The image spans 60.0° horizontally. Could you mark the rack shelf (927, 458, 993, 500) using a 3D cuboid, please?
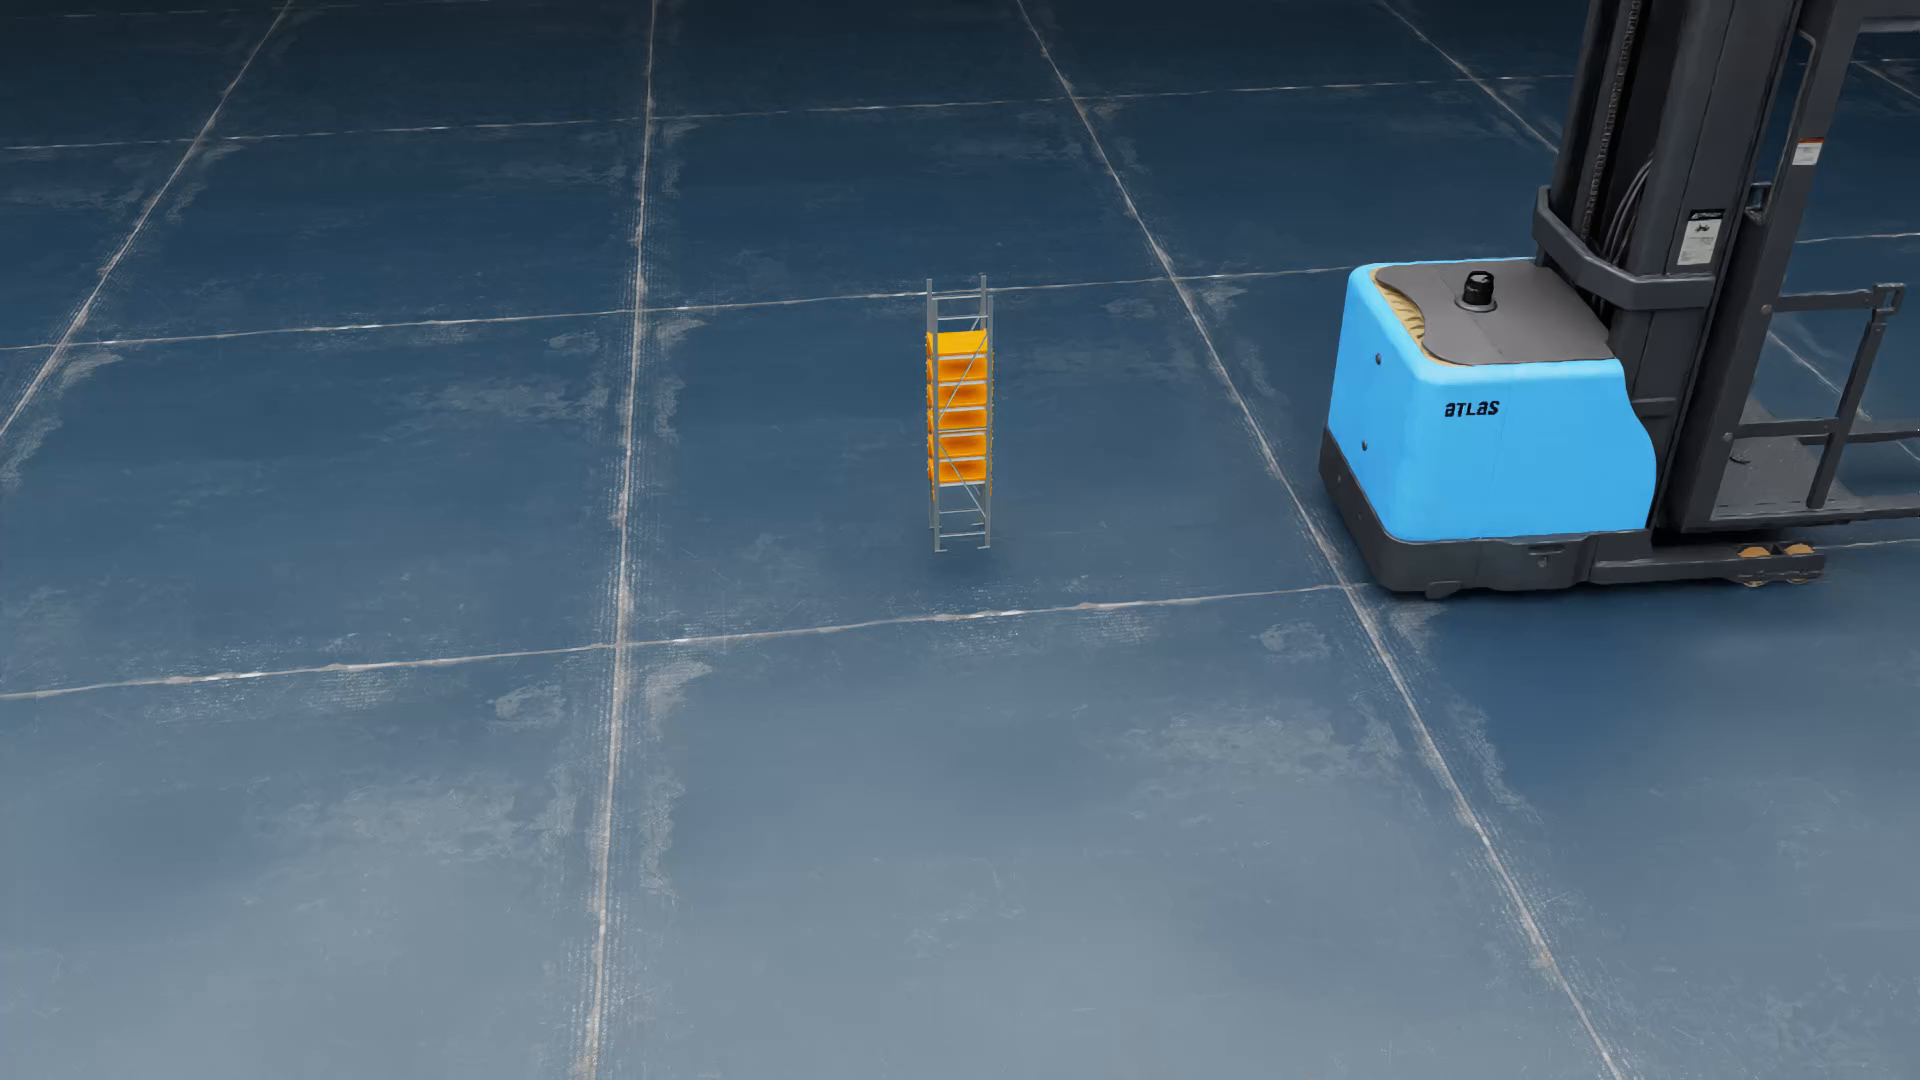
[{"bbox_3d":[-0.002,-0.269,7.084,0.258,0.103,0.180,-4,35,-6],"label":"rack shelf"}]

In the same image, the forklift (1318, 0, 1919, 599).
[{"bbox_3d":[3.184,-1.311,6.570,3.031,2.935,1.130,-3,34,-5],"label":"forklift"}]

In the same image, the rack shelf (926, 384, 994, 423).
[{"bbox_3d":[-0.002,-0.566,6.881,0.258,0.103,0.180,-4,35,-6],"label":"rack shelf"}]

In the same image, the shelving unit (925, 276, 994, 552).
[{"bbox_3d":[-0.002,-0.504,6.924,0.258,1.200,0.189,-4,35,-6],"label":"shelving unit"}]

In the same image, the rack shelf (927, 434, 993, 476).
[{"bbox_3d":[-0.002,-0.368,7.017,0.258,0.103,0.180,-4,35,-6],"label":"rack shelf"}]

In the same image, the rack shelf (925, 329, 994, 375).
[{"bbox_3d":[-0.002,-0.765,6.746,0.258,0.103,0.180,-4,35,-6],"label":"rack shelf"}]

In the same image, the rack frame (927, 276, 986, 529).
[{"bbox_3d":[-0.014,-0.555,6.999,0.240,1.200,0.006,-4,35,-6],"label":"rack frame"}]

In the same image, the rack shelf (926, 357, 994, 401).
[{"bbox_3d":[-0.002,-0.665,6.814,0.258,0.103,0.180,-4,35,-6],"label":"rack shelf"}]

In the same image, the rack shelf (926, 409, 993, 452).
[{"bbox_3d":[-0.002,-0.467,6.949,0.258,0.103,0.180,-4,35,-6],"label":"rack shelf"}]

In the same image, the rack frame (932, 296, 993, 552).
[{"bbox_3d":[0.010,-0.453,6.849,0.240,1.200,0.006,-4,35,-6],"label":"rack frame"}]
